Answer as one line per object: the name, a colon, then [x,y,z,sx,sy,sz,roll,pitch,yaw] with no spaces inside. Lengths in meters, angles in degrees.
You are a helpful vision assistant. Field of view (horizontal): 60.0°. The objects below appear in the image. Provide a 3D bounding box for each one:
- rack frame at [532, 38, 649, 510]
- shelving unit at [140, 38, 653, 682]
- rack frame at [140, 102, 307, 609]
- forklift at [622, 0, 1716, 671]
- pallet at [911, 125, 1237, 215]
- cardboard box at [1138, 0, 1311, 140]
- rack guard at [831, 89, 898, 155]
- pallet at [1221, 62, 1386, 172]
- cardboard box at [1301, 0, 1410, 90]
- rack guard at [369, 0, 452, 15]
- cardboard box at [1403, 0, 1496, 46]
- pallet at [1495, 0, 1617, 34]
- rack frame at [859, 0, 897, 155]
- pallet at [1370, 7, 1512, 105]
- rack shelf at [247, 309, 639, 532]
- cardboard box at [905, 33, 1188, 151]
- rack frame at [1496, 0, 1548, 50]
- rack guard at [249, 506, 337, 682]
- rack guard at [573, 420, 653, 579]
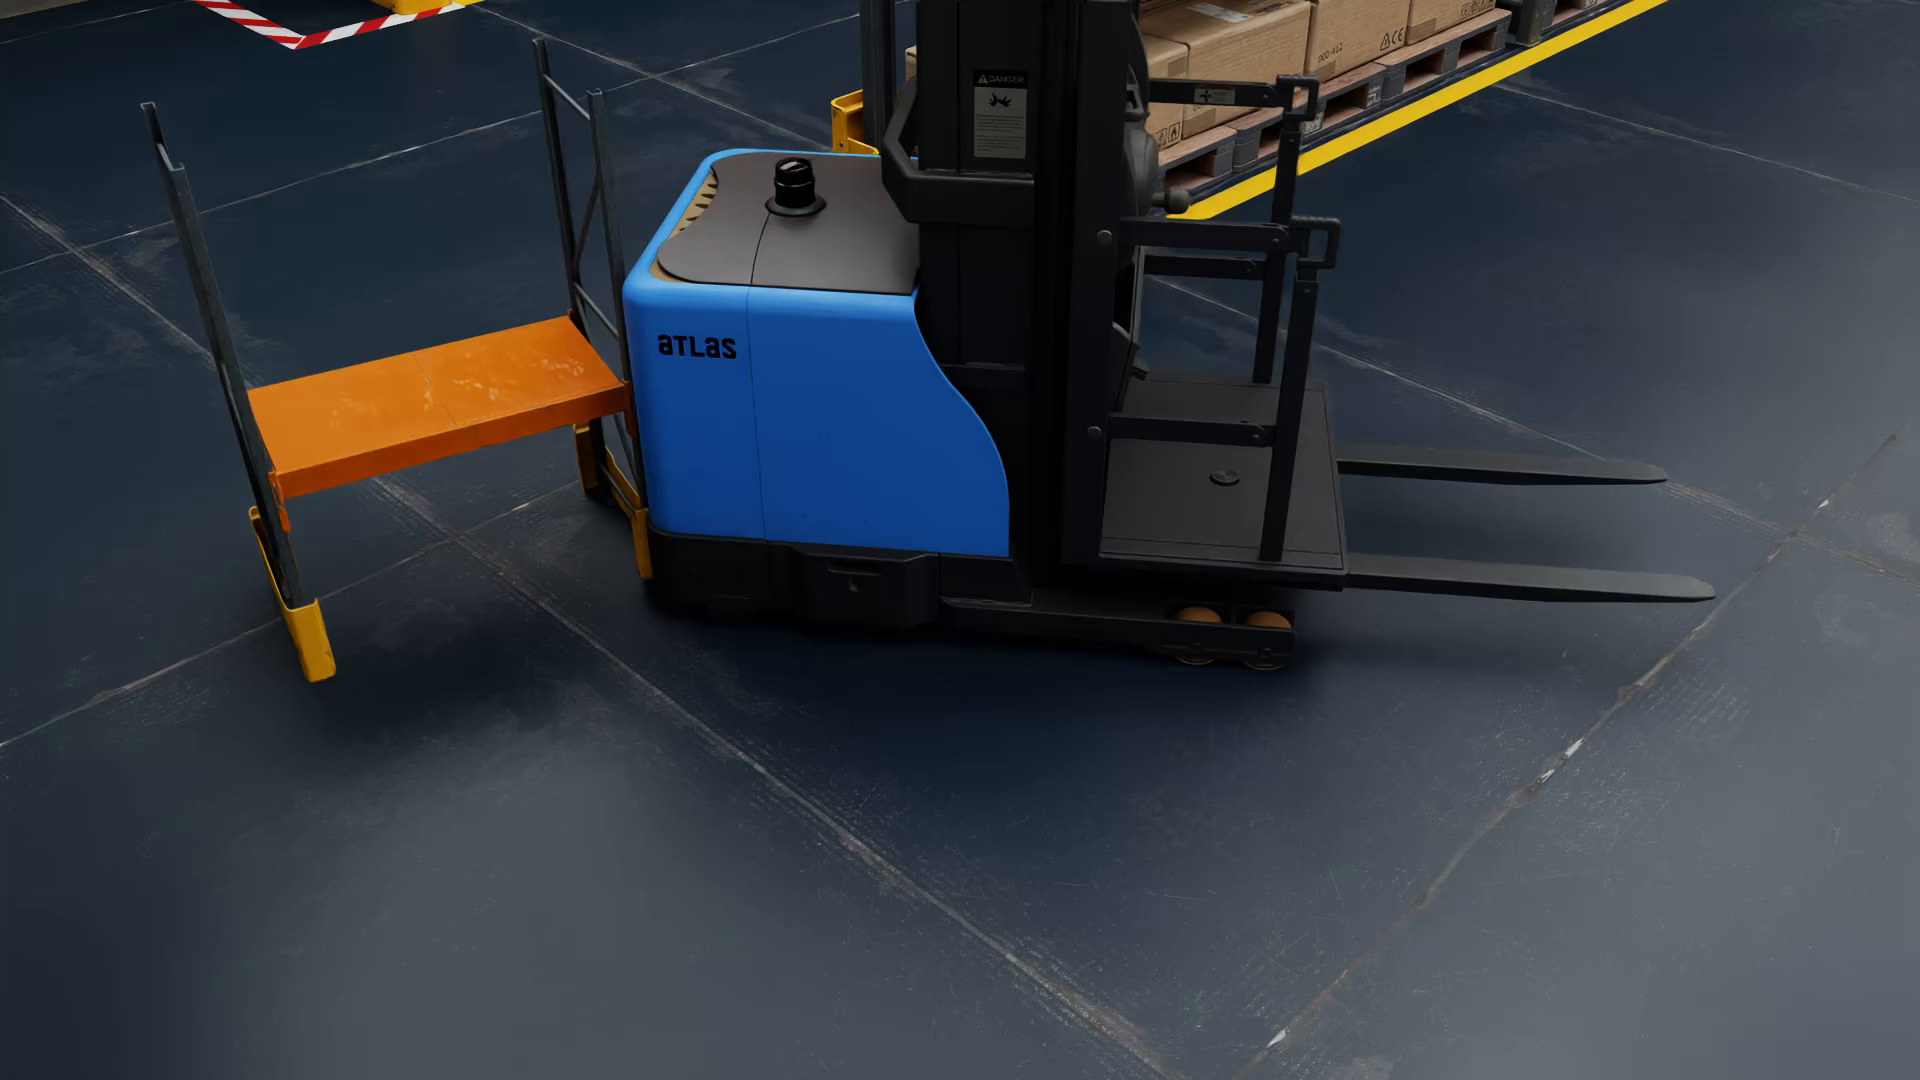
rack frame: [-1.055,-0.655,4.877,0.032,1.500,0.500,-18,39,-24]
shelving unit: [-1.505,-0.510,4.668,1.083,1.500,0.587,-18,39,-24]
rack frame: [-1.940,-0.369,4.467,0.032,1.500,0.500,-18,39,-24]
forklift: [0.647,-1.156,4.345,3.031,2.935,1.130,4,35,6]
pallet: [0.488,-1.727,7.542,1.003,0.211,1.213,30,45,35]
cardboard box: [1.013,-2.319,7.826,0.875,0.438,0.875,-29,44,-34]
rack guard: [-0.036,-1.480,6.935,1.175,0.500,0.348,30,45,35]
pallet: [1.348,-2.220,8.249,1.003,0.211,1.213,30,45,35]
cardboard box: [1.650,-2.685,8.350,0.875,0.438,0.875,28,44,34]
rack guard: [-3.491,-3.519,9.859,1.175,0.500,0.348,30,45,35]
cardboard box: [2.280,-3.048,8.871,0.875,0.438,0.875,29,44,35]
pallet: [3.289,-3.338,9.852,1.003,0.211,1.213,30,45,35]
rack frame: [-0.019,-2.515,6.234,1.000,3.000,0.127,30,45,35]
pallet: [2.208,-2.718,8.962,1.003,0.211,1.213,30,45,35]
rack shelf: [-1.498,-0.365,4.775,1.000,0.185,0.538,-18,39,-24]
cardboard box: [0.375,-1.944,7.288,0.875,0.438,0.875,28,44,34]
rack frame: [2.799,-4.139,8.562,1.000,3.000,0.127,30,45,35]
rack guard: [-1.940,0.143,4.826,0.087,0.250,0.587,-18,39,-24]
rack guard: [-1.072,-0.137,5.228,0.087,0.250,0.587,-18,39,-24]
